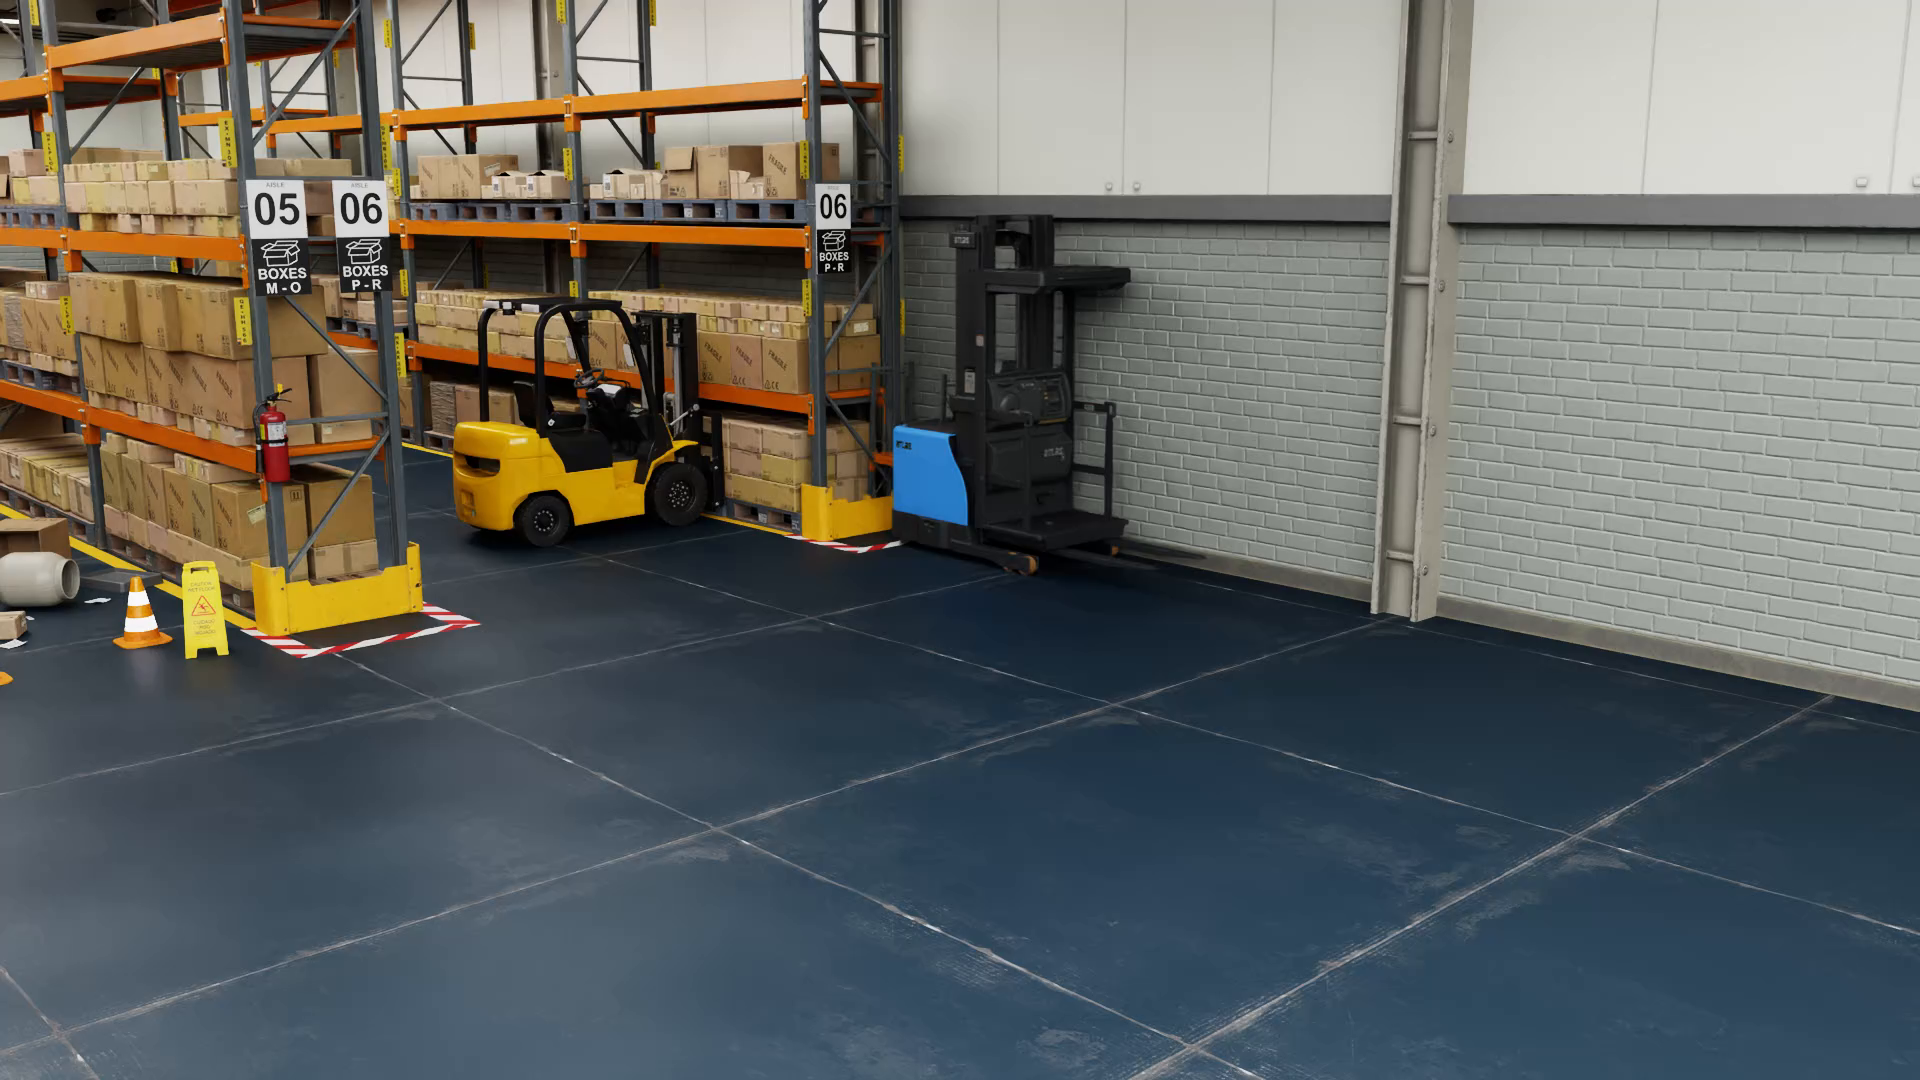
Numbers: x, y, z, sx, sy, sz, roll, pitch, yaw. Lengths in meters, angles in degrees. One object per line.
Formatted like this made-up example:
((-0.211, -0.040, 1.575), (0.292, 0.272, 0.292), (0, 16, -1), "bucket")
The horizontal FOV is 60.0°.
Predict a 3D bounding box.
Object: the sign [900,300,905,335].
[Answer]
((-0.559, -2.100, 15.669), (0.100, 0.325, 0.005), (-11, 16, -43), "sign")

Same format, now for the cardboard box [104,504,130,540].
((-7.102, -0.188, 14.501), (0.500, 0.250, 0.500), (11, 16, 43), "cardboard box")

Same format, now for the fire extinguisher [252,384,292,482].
((-4.806, -0.750, 11.648), (0.296, 0.674, 0.183), (-11, 16, -43), "fire extinguisher")

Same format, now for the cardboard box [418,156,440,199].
((-6.165, -4.362, 20.017), (0.500, 0.500, 0.500), (-11, 16, -42), "cardboard box")

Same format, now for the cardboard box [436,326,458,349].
((-6.016, -2.482, 20.236), (0.500, 0.250, 0.500), (-11, 16, -44), "cardboard box")

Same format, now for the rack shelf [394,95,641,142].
((-5.108, -4.827, 19.151), (1.077, 0.370, 4.000), (-11, 16, -43), "rack shelf")

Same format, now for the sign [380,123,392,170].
((-4.160, -2.842, 12.009), (0.100, 0.325, 0.005), (-11, 16, -43), "sign")

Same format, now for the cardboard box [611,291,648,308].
((-3.463, -2.546, 17.582), (0.380, 0.149, 0.250), (-11, 16, -42), "cardboard box")

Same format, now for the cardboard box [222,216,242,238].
((-5.001, -2.228, 11.819), (0.380, 0.149, 0.250), (-11, 16, -42), "cardboard box")

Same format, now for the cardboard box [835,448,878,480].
((-1.139, -0.762, 16.051), (0.500, 0.250, 0.500), (-11, 16, -42), "cardboard box")

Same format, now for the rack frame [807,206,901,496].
((-0.965, -1.561, 15.393), (1.000, 3.000, 0.127), (-11, 16, -43), "rack frame")

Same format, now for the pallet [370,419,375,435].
((-7.816, -1.655, 22.760), (1.003, 0.211, 1.213), (-11, 16, -43), "pallet")

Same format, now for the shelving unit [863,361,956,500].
((-0.335, -0.861, 15.504), (0.587, 1.500, 1.083), (-8, 15, -40), "shelving unit")

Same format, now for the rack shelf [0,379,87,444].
((-8.695, -1.392, 16.356), (1.077, 0.370, 4.000), (-11, 16, -43), "rack shelf")

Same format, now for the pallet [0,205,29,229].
((-8.382, -3.086, 15.825), (1.213, 0.211, 1.003), (-11, 16, -43), "pallet")

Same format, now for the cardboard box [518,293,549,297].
((-5.044, -2.855, 19.816), (0.380, 0.149, 0.250), (-10, 15, -41), "cardboard box")

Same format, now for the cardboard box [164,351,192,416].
((-5.812, -1.251, 12.906), (0.500, 0.500, 0.500), (-11, 16, -43), "cardboard box")

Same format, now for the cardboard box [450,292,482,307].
((-5.911, -2.899, 20.030), (0.380, 0.149, 0.250), (-11, 16, -42), "cardboard box")

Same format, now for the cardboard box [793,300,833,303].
((-1.391, -2.232, 16.055), (0.380, 0.149, 0.250), (-10, 16, -41), "cardboard box")

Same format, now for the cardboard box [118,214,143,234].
((-6.450, -2.519, 13.230), (0.380, 0.149, 0.250), (-11, 16, -44), "cardboard box")

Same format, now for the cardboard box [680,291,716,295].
((-2.734, -2.546, 17.580), (0.380, 0.149, 0.250), (-11, 16, -44), "cardboard box")

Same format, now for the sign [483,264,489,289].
((-6.090, -3.373, 21.321), (0.100, 0.325, 0.005), (-11, 16, -43), "sign")

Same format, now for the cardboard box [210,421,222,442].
((-5.382, -0.832, 12.479), (0.380, 0.149, 0.250), (-11, 16, -44), "cardboard box")

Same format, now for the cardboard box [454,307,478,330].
((-5.666, -2.649, 19.807), (0.500, 0.250, 0.500), (11, 16, 44), "cardboard box")

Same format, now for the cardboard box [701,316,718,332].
((-2.310, -2.123, 16.266), (0.380, 0.149, 0.250), (-11, 16, -42), "cardboard box")

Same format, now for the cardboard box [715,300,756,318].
((-2.136, -2.232, 16.055), (0.380, 0.149, 0.250), (-10, 16, -41), "cardboard box")

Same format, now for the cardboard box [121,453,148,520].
((-6.724, -0.479, 14.054), (0.500, 0.500, 0.500), (-10, 15, -40), "cardboard box")

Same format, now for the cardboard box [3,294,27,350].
((-8.857, -2.113, 16.047), (0.500, 0.500, 0.500), (11, 16, 43), "cardboard box")

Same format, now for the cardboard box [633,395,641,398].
((-3.247, -1.449, 18.143), (0.500, 0.250, 0.500), (-10, 16, -41), "cardboard box")

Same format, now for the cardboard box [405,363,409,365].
((-7.556, -2.328, 22.664), (0.380, 0.149, 0.250), (-11, 16, -42), "cardboard box")

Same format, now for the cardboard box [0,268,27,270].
((-10.590, -2.752, 18.449), (0.500, 0.500, 0.500), (-11, 16, -42), "cardboard box")

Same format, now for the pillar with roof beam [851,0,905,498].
((-3.907, -4.127, 12.979), (9.100, 9.000, 0.400), (-11, 16, -43), "pillar with roof beam")

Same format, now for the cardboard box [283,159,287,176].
((-4.835, -2.720, 12.233), (0.380, 0.149, 0.250), (-11, 16, -43), "cardboard box")

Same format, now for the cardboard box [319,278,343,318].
((-8.180, -3.275, 22.424), (0.700, 0.500, 0.500), (-11, 16, -43), "cardboard box")

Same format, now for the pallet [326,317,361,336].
((-7.836, -2.918, 22.454), (1.003, 0.211, 1.213), (-11, 16, -43), "pallet")

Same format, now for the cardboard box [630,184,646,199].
((-3.106, -3.526, 16.829), (0.380, 0.149, 0.250), (-10, 15, -41), "cardboard box")

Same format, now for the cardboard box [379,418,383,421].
((-7.275, -1.816, 21.786), (0.500, 0.500, 0.500), (-11, 16, -43), "cardboard box")

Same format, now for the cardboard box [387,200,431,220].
((-7.019, -4.165, 20.972), (0.500, 0.250, 0.500), (11, 16, 43), "cardboard box")

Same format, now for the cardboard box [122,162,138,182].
((-6.394, -2.915, 13.179), (0.380, 0.149, 0.250), (-11, 16, -43), "cardboard box")

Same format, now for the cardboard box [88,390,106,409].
((-7.329, -1.239, 14.452), (0.380, 0.149, 0.250), (-11, 16, -43), "cardboard box")

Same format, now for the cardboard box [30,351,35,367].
((-8.563, -1.723, 15.760), (0.380, 0.149, 0.250), (-11, 16, -43), "cardboard box")

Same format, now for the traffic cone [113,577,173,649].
((-5.782, 0.491, 11.721), (0.336, 0.463, 0.334), (-11, 16, -43), "traffic cone")

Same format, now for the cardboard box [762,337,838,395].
((-1.494, -1.645, 15.554), (0.500, 0.500, 0.500), (-11, 16, -44), "cardboard box")

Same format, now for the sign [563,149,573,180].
((-4.113, -3.944, 17.466), (0.100, 0.325, 0.005), (-11, 16, -43), "sign")

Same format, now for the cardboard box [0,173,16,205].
((-9.003, -3.337, 16.326), (0.797, 0.503, 0.637), (-11, 16, -43), "cardboard box")

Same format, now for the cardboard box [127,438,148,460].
((-6.703, -0.771, 13.868), (0.380, 0.149, 0.250), (-10, 15, -40), "cardboard box")

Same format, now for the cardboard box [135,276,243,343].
((-6.077, -1.824, 13.209), (0.700, 0.500, 0.500), (-11, 16, -43), "cardboard box")

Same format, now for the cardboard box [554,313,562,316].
((-4.315, -2.565, 18.413), (0.380, 0.149, 0.250), (-11, 16, -43), "cardboard box")

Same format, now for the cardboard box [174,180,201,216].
((-5.437, -2.523, 12.262), (0.500, 0.250, 0.500), (-11, 16, -43), "cardboard box")

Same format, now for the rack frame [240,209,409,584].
((-4.552, -0.869, 12.033), (1.000, 3.000, 0.127), (-11, 16, -43), "rack frame")

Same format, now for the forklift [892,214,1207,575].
((0.740, -1.256, 14.084), (1.130, 2.935, 3.031), (-10, 15, -41), "forklift")
